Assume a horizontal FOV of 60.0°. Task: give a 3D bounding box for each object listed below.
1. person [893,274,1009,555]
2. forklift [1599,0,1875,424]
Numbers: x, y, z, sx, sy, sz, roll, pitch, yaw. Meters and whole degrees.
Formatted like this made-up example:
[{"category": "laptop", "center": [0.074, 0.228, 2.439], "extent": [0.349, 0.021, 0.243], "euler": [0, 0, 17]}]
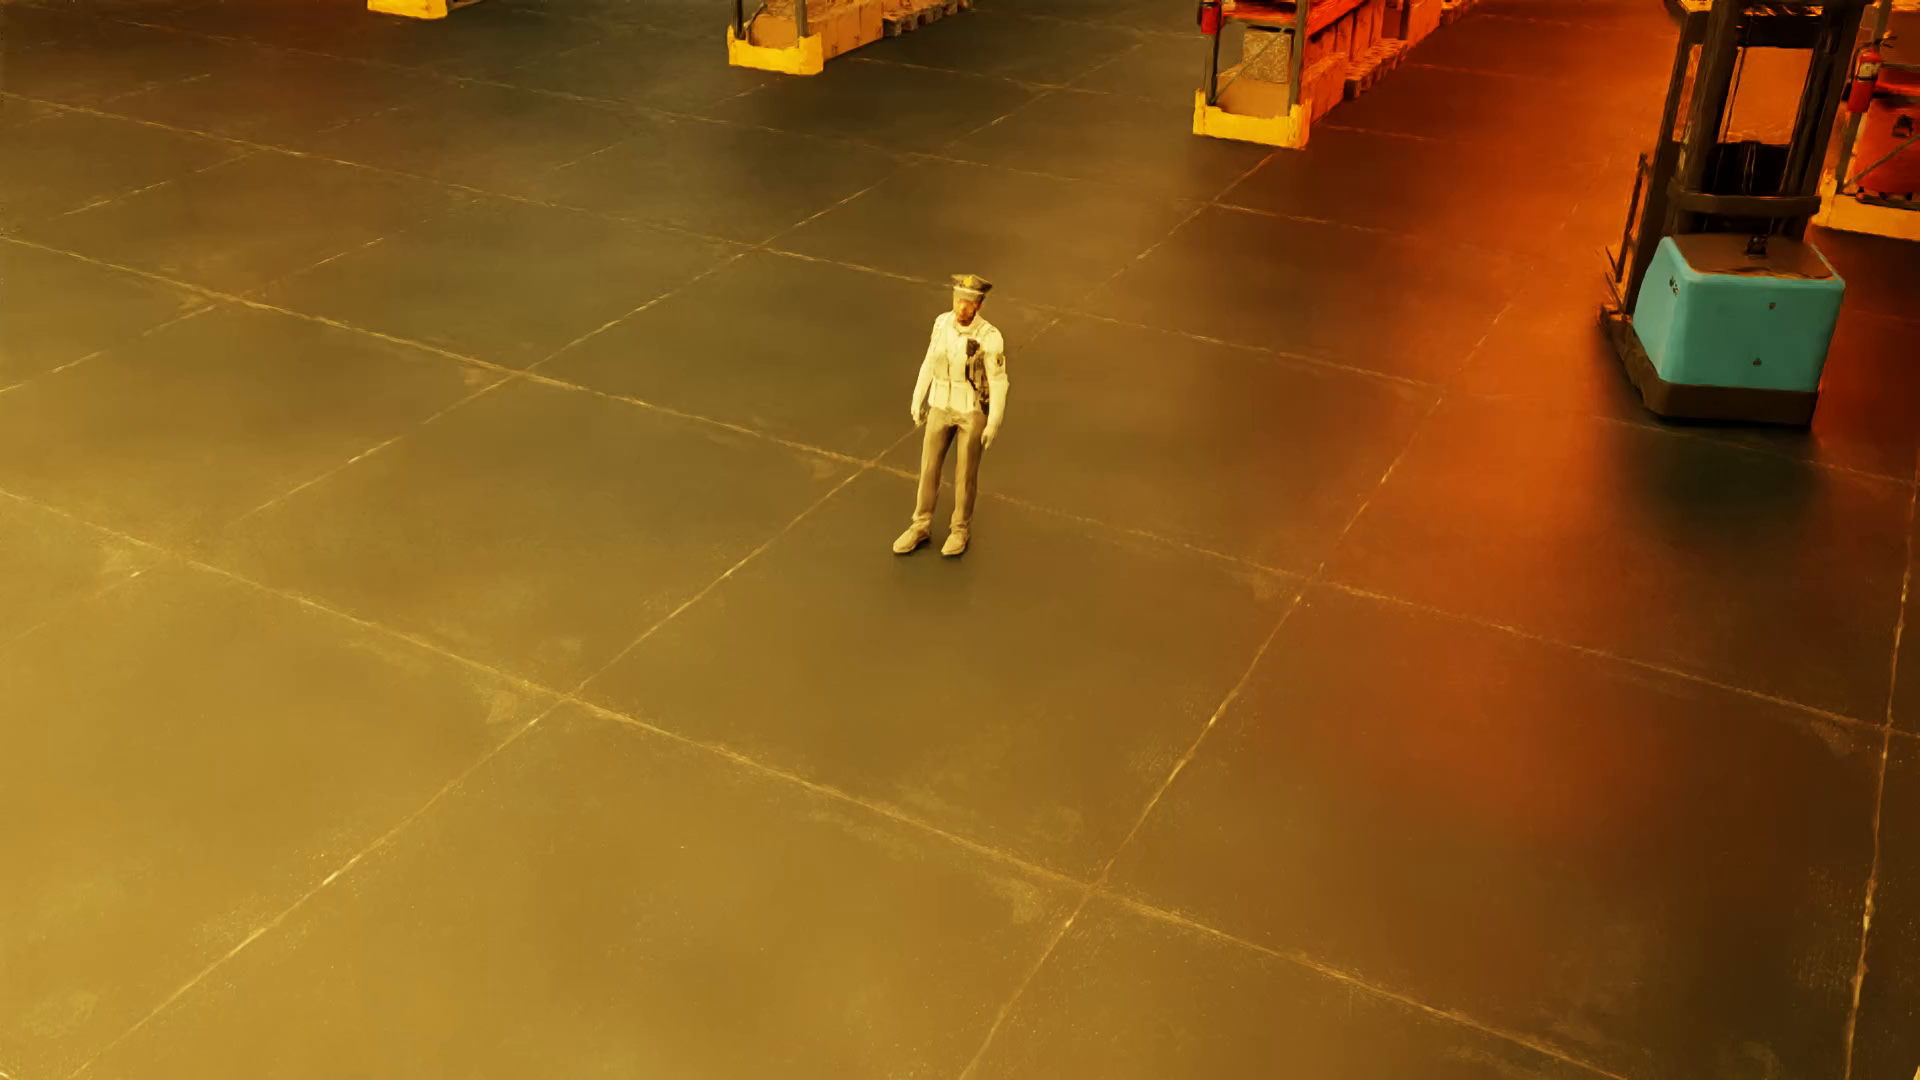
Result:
[{"category": "person", "center": [-0.039, -0.712, 9.527], "extent": [0.586, 1.695, 0.533], "euler": [15, 33, 25]}, {"category": "forklift", "center": [5.475, -2.766, 11.864], "extent": [1.130, 2.935, 3.031], "euler": [4, 30, 8]}]
